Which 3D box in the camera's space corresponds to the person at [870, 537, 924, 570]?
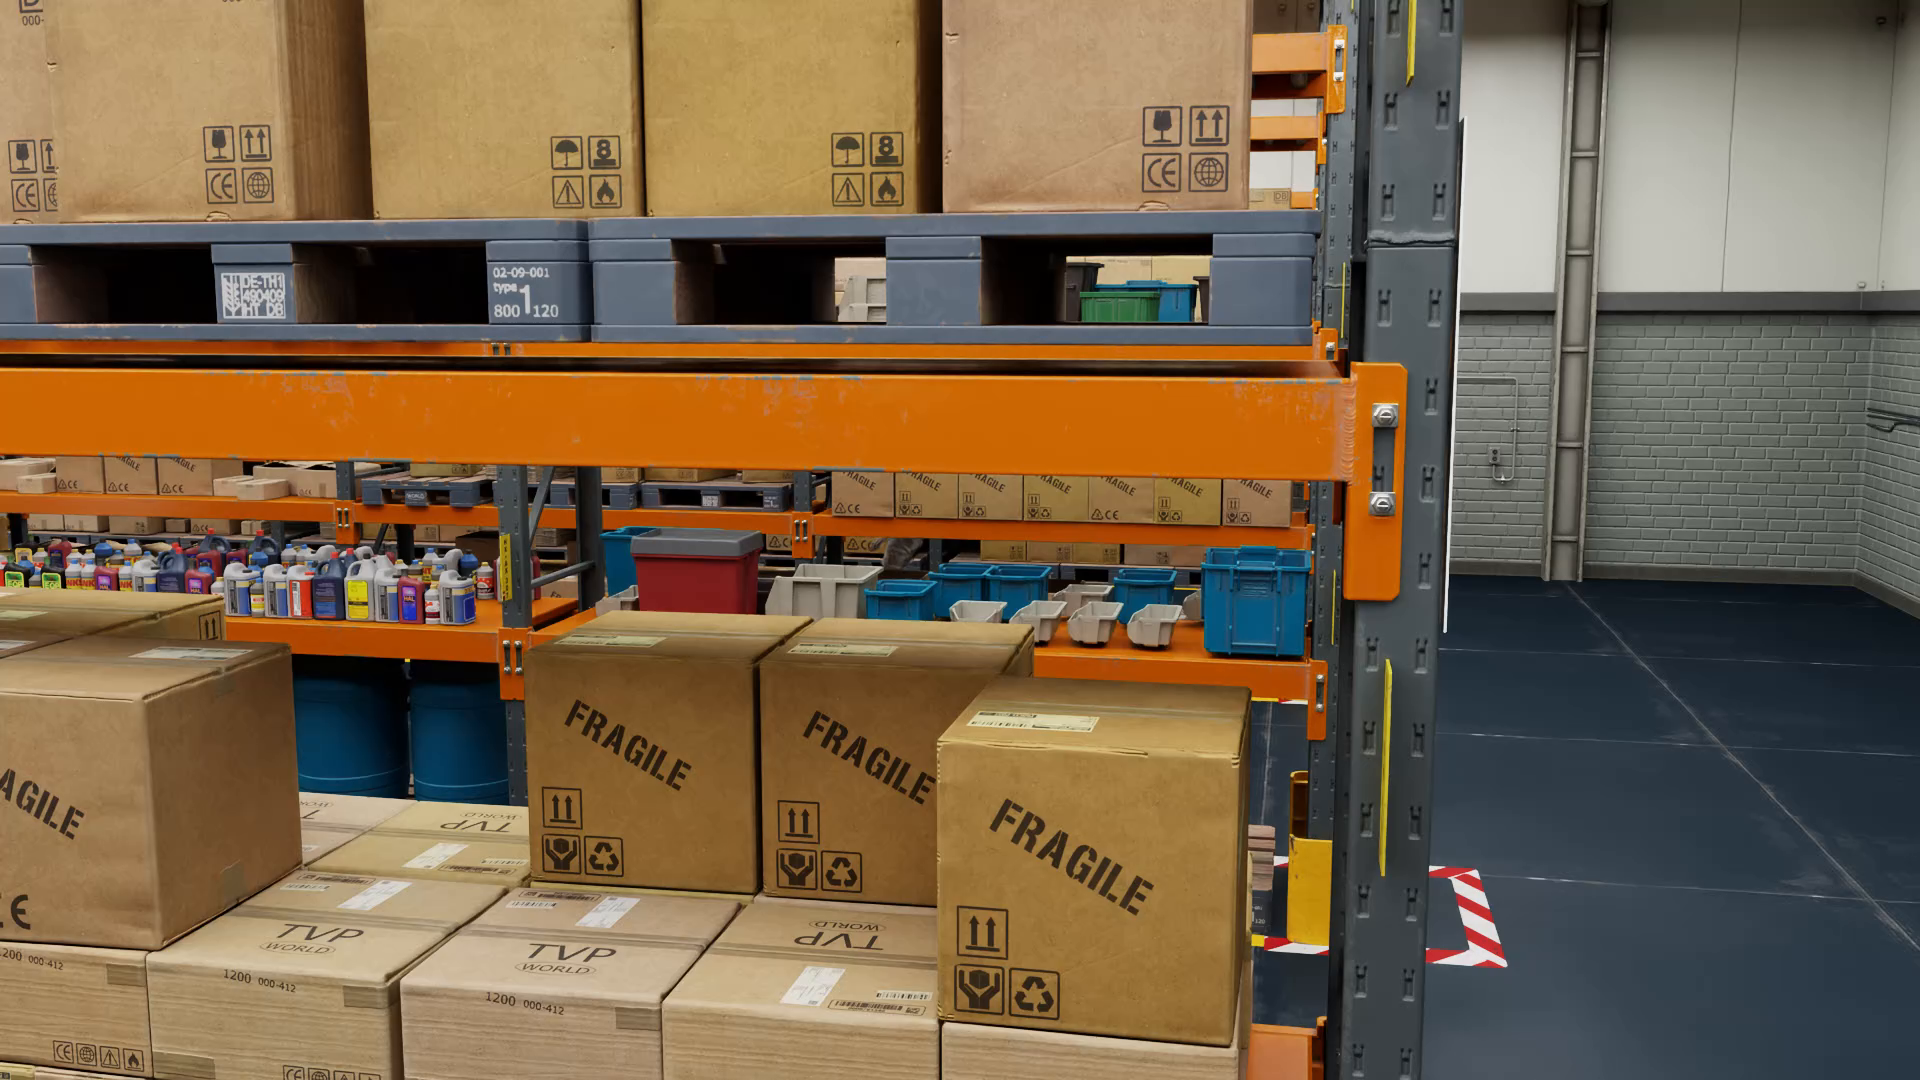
[{"bbox_3d":[-0.566,-0.051,15.443,0.517,1.695,0.584,2,8,13],"label":"person"}]
